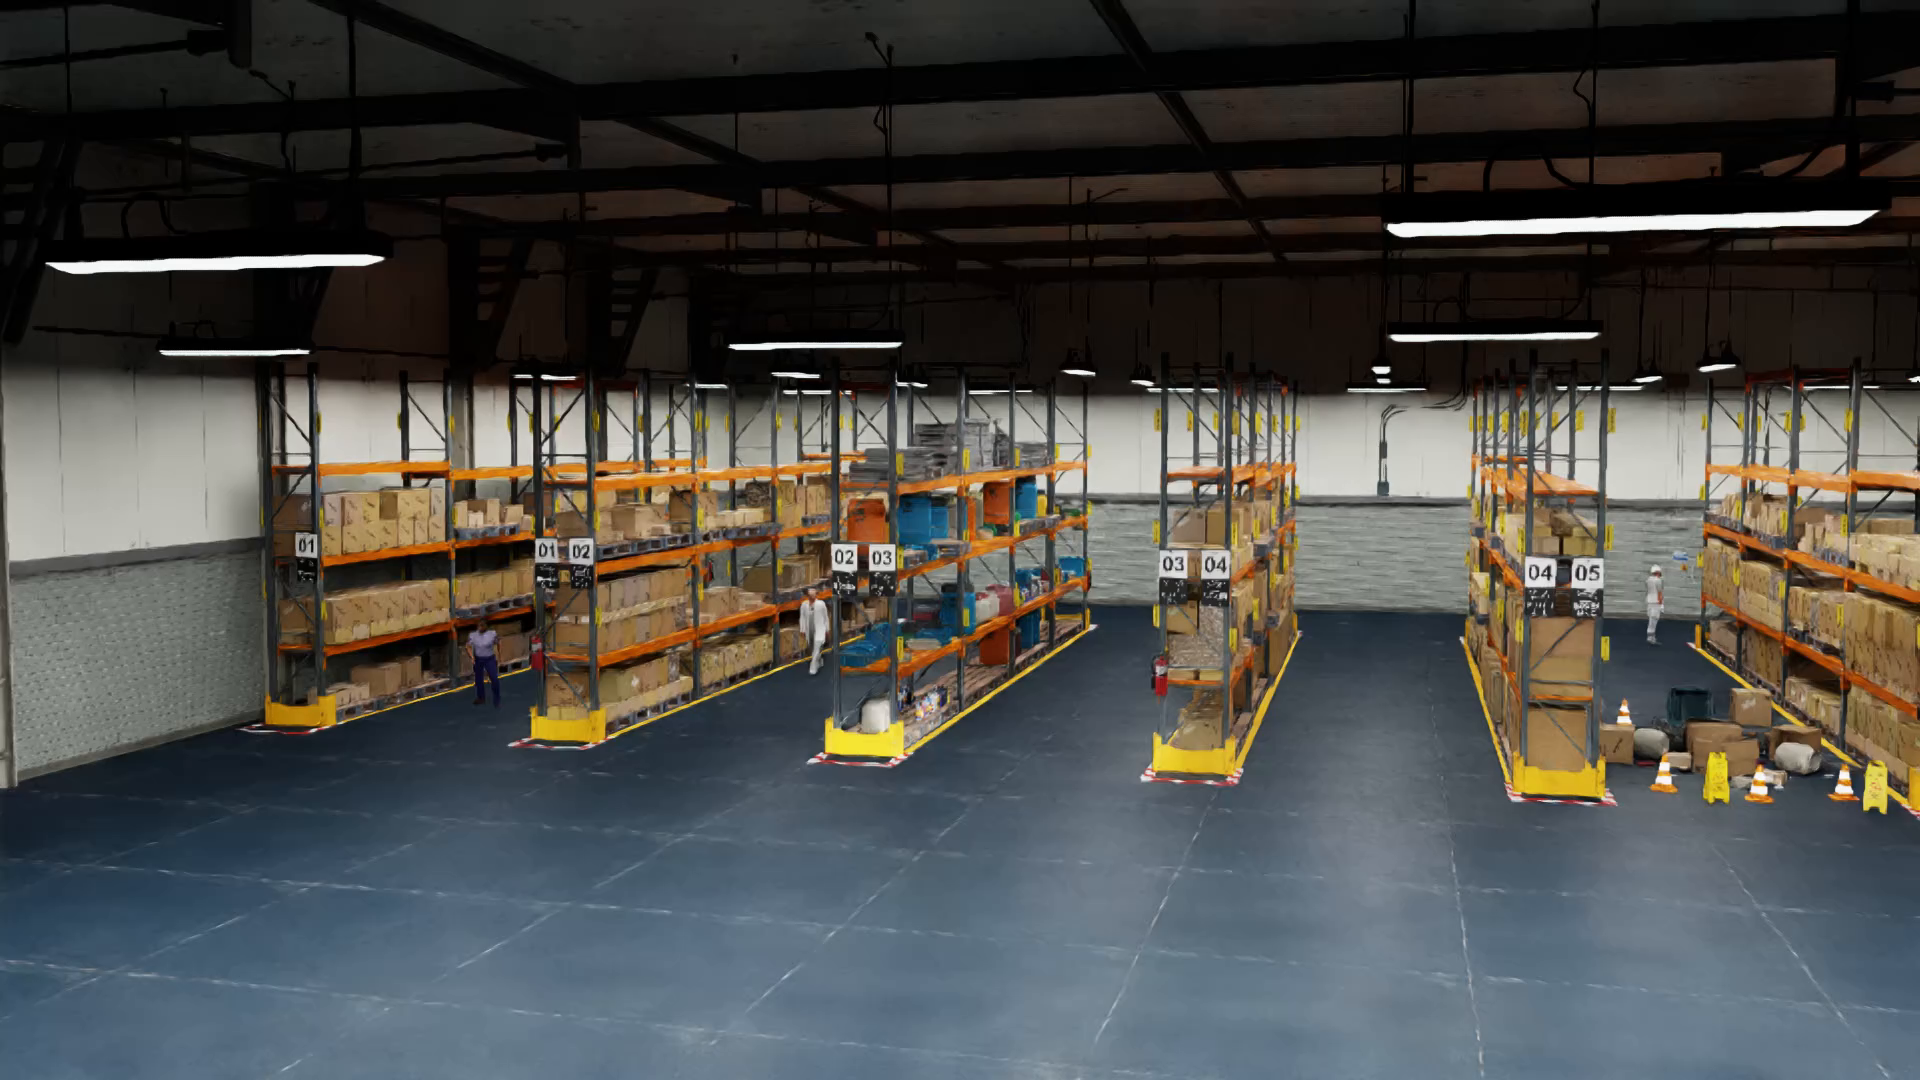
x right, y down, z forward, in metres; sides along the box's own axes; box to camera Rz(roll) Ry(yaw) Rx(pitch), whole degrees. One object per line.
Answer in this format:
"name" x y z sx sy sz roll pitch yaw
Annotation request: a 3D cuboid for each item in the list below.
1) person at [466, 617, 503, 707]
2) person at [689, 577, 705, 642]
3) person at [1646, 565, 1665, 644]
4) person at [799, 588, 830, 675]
"person" -8.366 2.139 29.392 0.665 1.586 0.794 0 4 -4
"person" -5.707 1.636 35.961 0.412 1.674 0.510 -1 4 -16
"person" 15.748 1.455 37.684 0.479 1.790 0.672 0 4 -6
"person" -2.932 1.802 33.175 0.598 1.698 1.194 1 4 17
